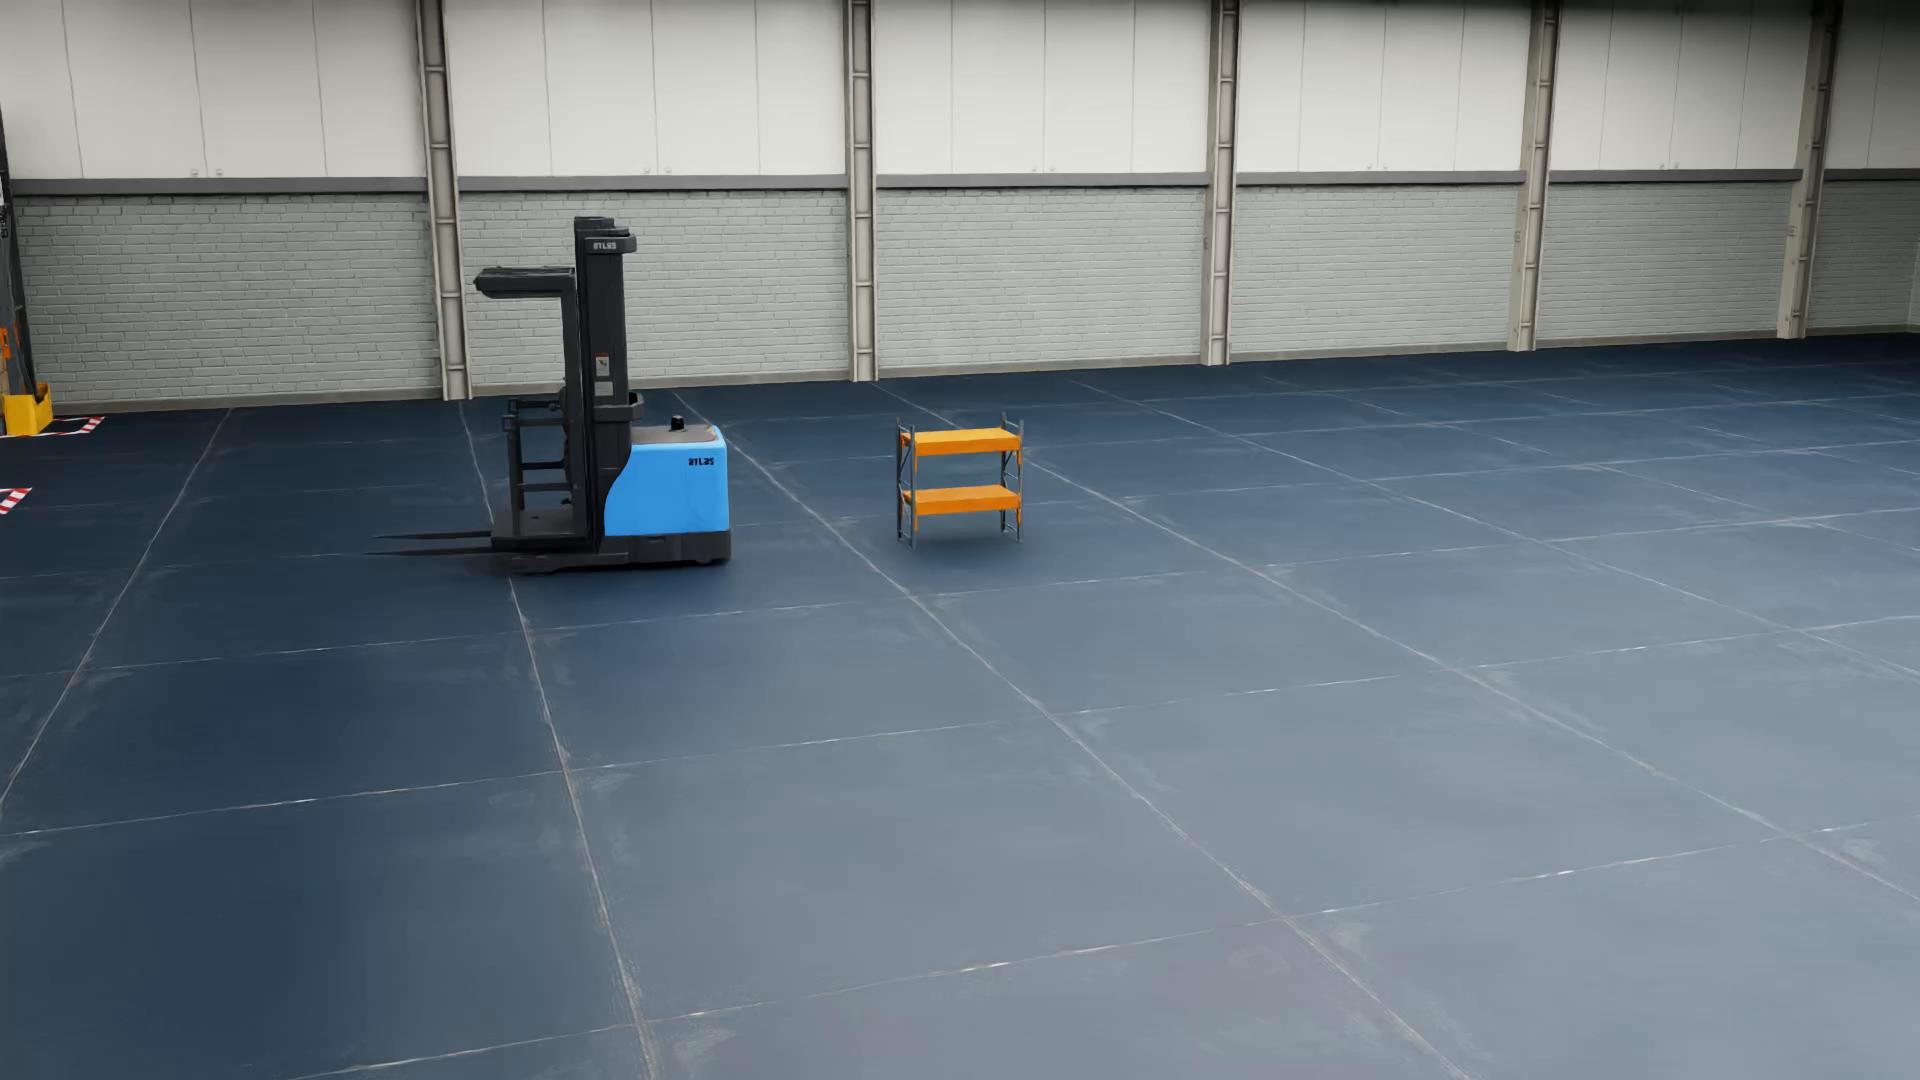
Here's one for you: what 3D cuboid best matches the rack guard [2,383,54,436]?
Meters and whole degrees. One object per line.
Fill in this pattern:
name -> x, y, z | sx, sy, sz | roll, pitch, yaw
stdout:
rack guard -> -11.889, -1.678, 21.222 | 0.348, 0.500, 1.175 | -4, 14, -18

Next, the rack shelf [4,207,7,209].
rack shelf -> -13.807, -3.854, 20.041 | 4.000, 0.370, 1.077 | -4, 14, -18

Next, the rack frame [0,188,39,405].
rack frame -> -11.912, -2.892, 20.925 | 0.127, 3.000, 1.000 | -4, 14, -18

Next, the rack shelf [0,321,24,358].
rack shelf -> -13.807, -2.394, 20.388 | 4.000, 0.370, 1.077 | -4, 14, -18

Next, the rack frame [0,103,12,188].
rack frame -> -11.912, -5.810, 20.231 | 0.127, 3.000, 1.000 | -4, 14, -18

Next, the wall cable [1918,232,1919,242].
wall cable -> 18.788, -6.588, 30.209 | 0.112, 2.526, 3.097 | -4, 14, -18

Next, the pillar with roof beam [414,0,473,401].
pillar with roof beam -> -5.799, -5.455, 18.738 | 0.400, 9.000, 9.100 | -4, 14, -18

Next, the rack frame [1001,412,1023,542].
rack frame -> 0.475, -0.584, 15.275 | 0.032, 1.125, 0.500 | -4, 14, -18

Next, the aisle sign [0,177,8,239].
aisle sign -> -11.756, -4.097, 20.374 | 0.004, 0.787, 0.394 | -4, 14, -18

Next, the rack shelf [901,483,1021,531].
rack shelf -> -0.006, -0.309, 15.174 | 1.000, 0.278, 0.538 | -4, 14, -18

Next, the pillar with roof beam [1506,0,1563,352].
pillar with roof beam -> 11.260, -6.784, 24.323 | 0.400, 9.000, 9.100 | -4, 14, -18

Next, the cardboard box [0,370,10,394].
cardboard box -> -12.424, -2.012, 21.183 | 0.500, 0.250, 0.500 | -4, 14, -17

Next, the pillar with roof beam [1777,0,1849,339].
pillar with roof beam -> 16.947, -7.227, 26.185 | 0.548, 9.000, 9.100 | -4, 14, -18

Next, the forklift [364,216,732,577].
forklift -> -3.549, -1.249, 14.165 | 3.031, 2.935, 1.130 | -3, 14, -12

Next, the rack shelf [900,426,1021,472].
rack shelf -> -0.006, -0.831, 15.050 | 1.000, 0.278, 0.538 | -4, 14, -18

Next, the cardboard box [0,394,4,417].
cardboard box -> -12.256, -1.654, 20.758 | 0.500, 0.250, 0.500 | -4, 14, -18

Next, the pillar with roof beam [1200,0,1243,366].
pillar with roof beam -> 5.574, -6.341, 22.462 | 0.400, 9.000, 9.100 | -4, 14, -18

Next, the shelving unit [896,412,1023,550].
shelving unit -> -0.006, -0.547, 15.118 | 1.048, 1.125, 0.538 | -4, 14, -18

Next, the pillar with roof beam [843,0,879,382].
pillar with roof beam -> -0.113, -5.898, 20.600 | 0.400, 9.000, 9.100 | -4, 14, -18

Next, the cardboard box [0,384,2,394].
cardboard box -> -12.273, -1.897, 20.698 | 0.500, 0.250, 0.500 | -5, 14, -19

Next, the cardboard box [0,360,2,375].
cardboard box -> -12.249, -2.142, 20.649 | 0.500, 0.250, 0.500 | -4, 14, -16

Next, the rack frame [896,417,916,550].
rack frame -> -0.488, -0.509, 14.960 | 0.032, 1.125, 0.500 | -4, 14, -18

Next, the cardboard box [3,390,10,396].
cardboard box -> -12.440, -1.765, 21.223 | 0.500, 0.250, 0.500 | -4, 14, -18

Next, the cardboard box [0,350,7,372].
cardboard box -> -12.428, -2.251, 21.105 | 0.500, 0.250, 0.500 | -5, 14, -19

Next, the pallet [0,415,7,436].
pallet -> -12.623, -1.470, 20.972 | 1.213, 0.211, 1.003 | -4, 14, -18
